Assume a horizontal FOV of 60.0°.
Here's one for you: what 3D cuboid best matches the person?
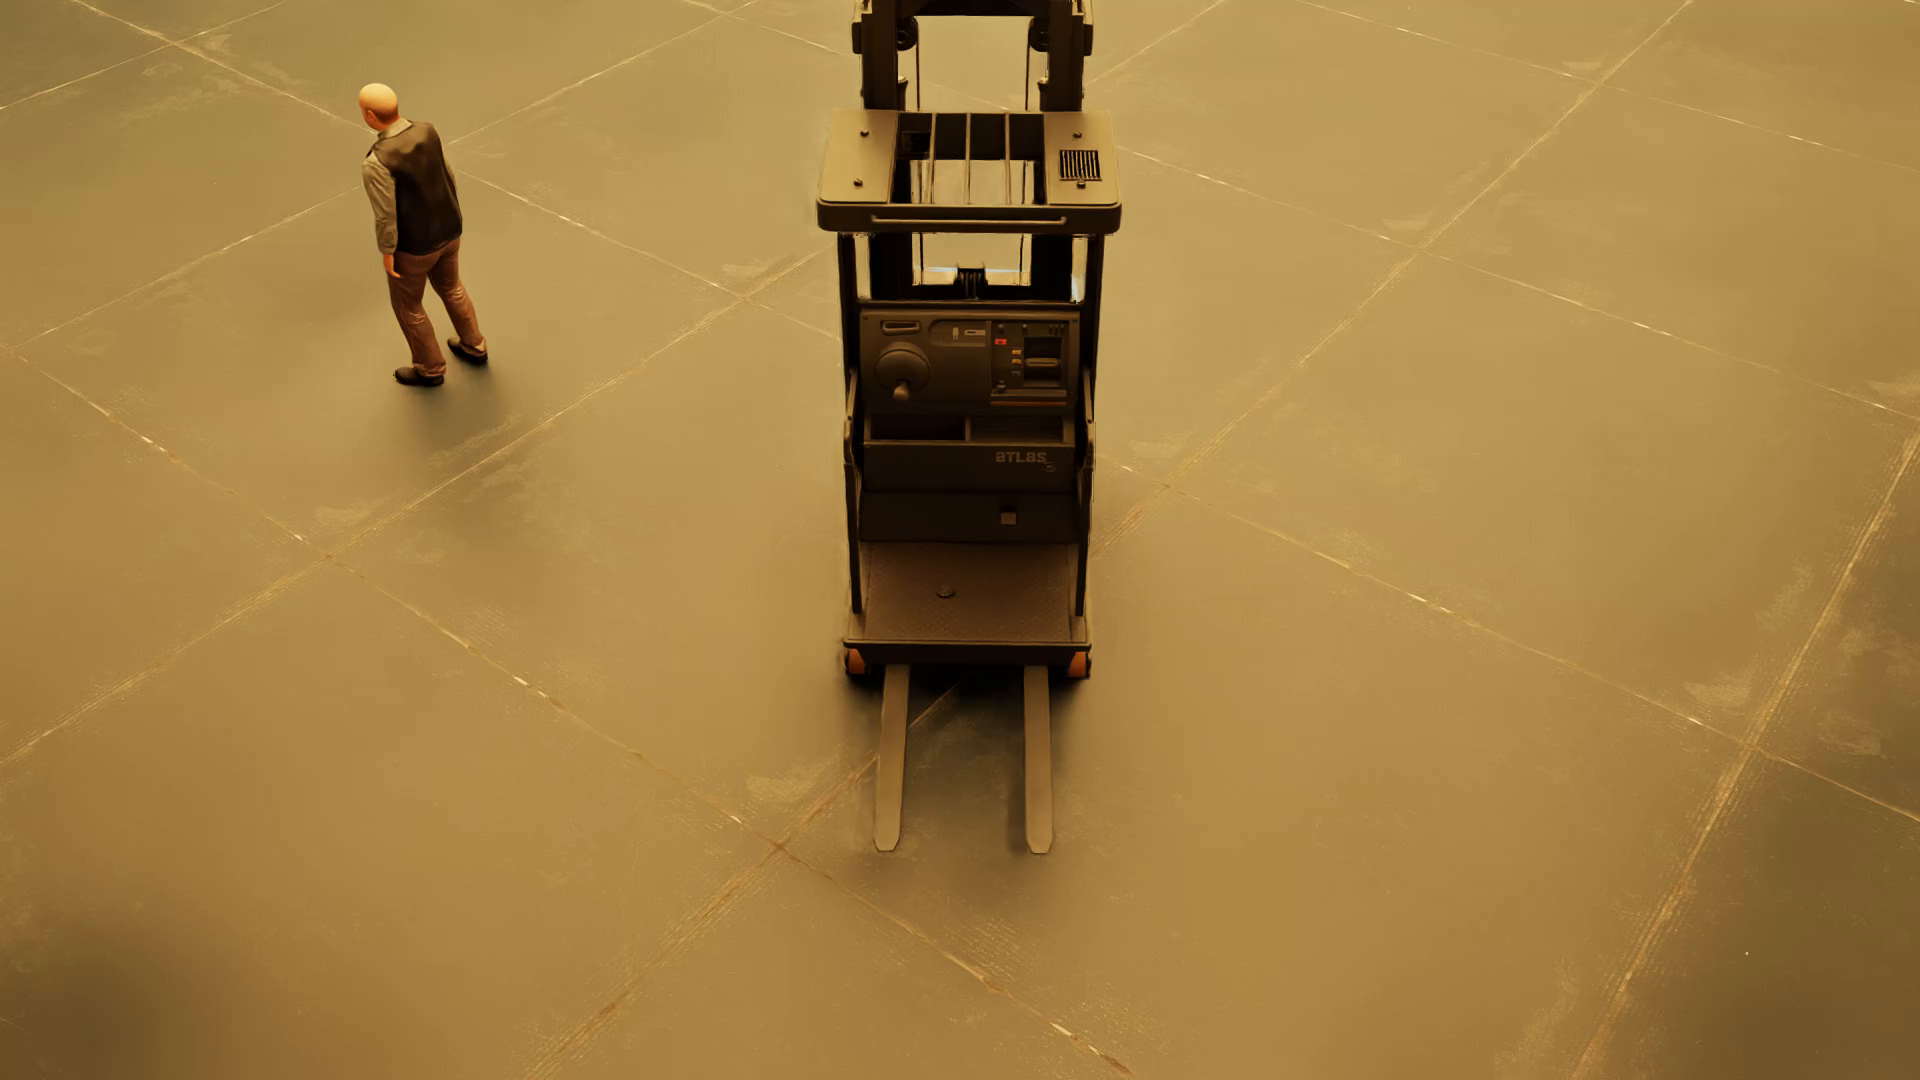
[{"bbox_3d":[-2.905,-1.629,8.928,0.451,1.727,0.590,19,44,21],"label":"person"}]

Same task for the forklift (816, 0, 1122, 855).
[{"bbox_3d":[0.039,-0.697,6.892,1.130,2.935,3.031,1,40,1],"label":"forklift"}]
